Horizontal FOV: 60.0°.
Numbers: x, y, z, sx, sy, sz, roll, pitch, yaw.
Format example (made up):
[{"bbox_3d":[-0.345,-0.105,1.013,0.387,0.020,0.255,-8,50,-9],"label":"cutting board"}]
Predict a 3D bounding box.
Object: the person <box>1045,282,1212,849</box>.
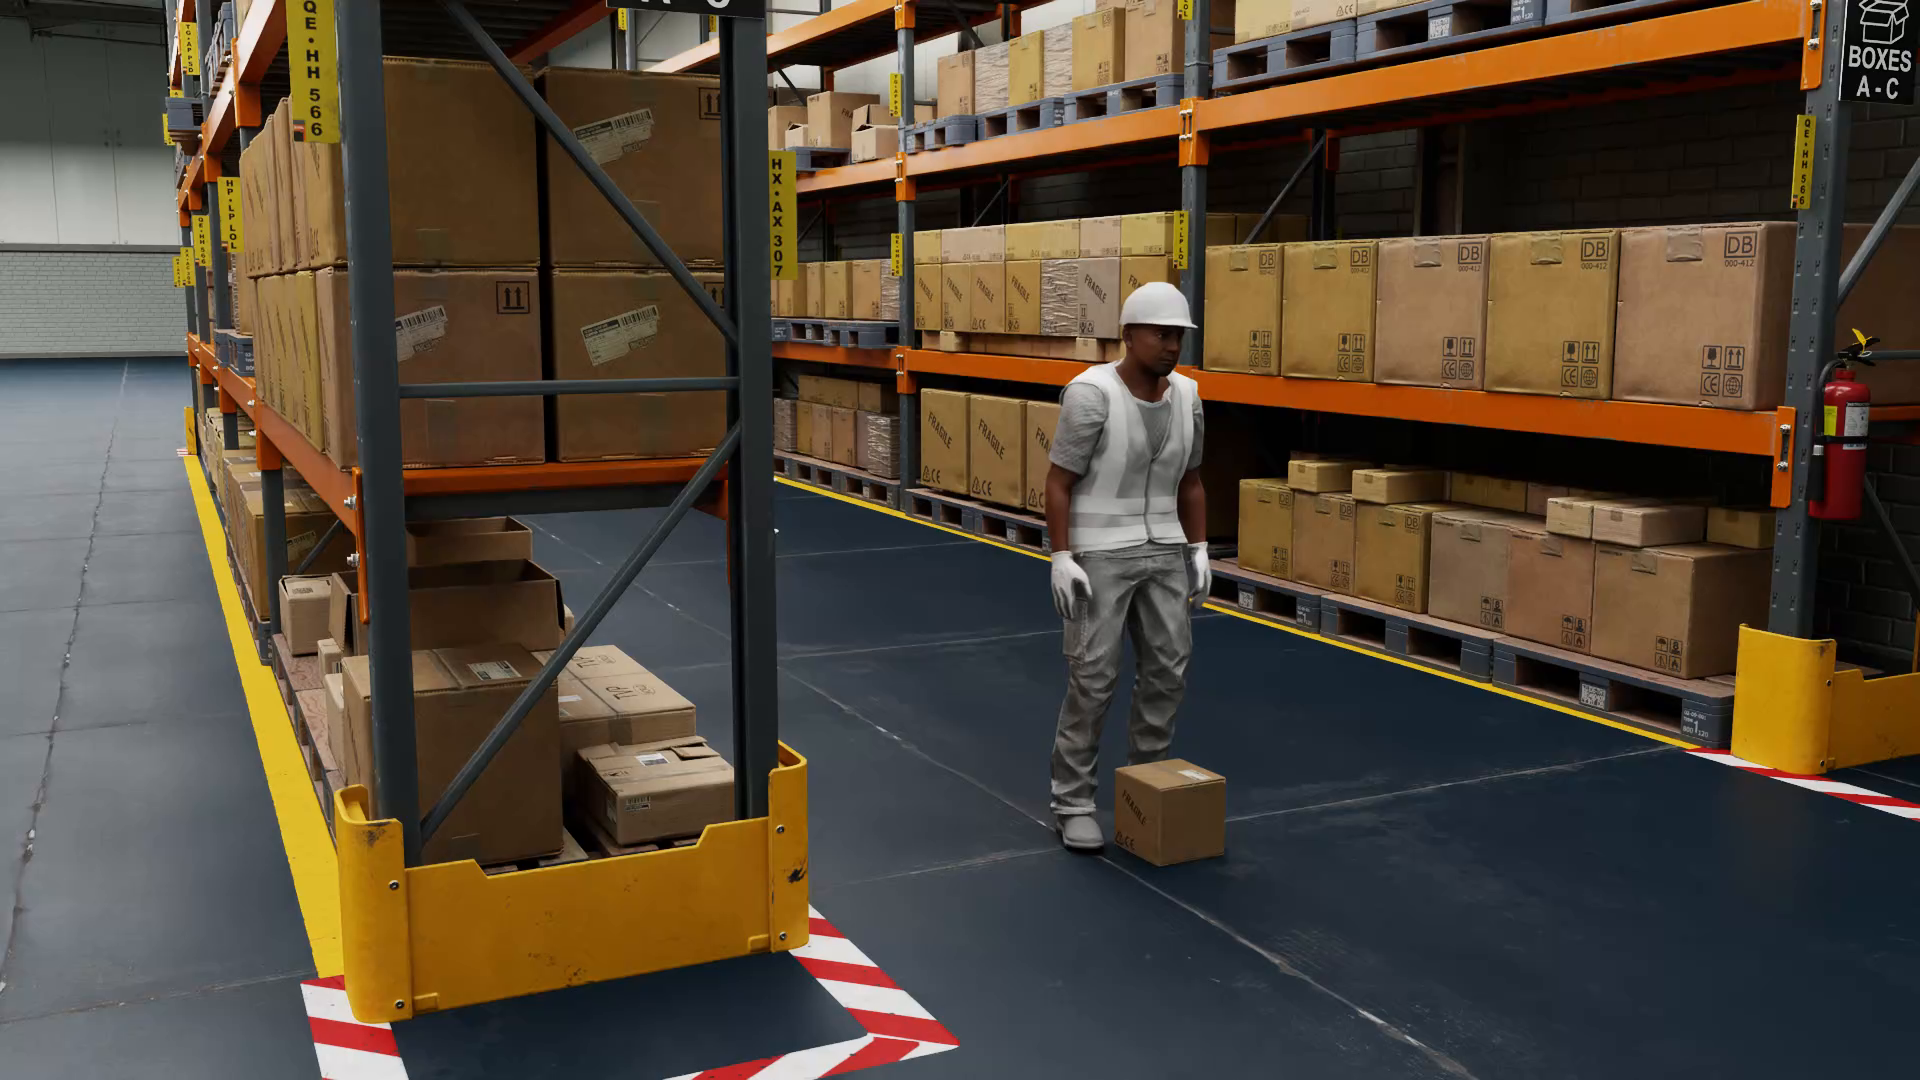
[{"bbox_3d":[0.550,0.072,5.320,0.619,1.772,0.450,-5,10,-29],"label":"person"}]
